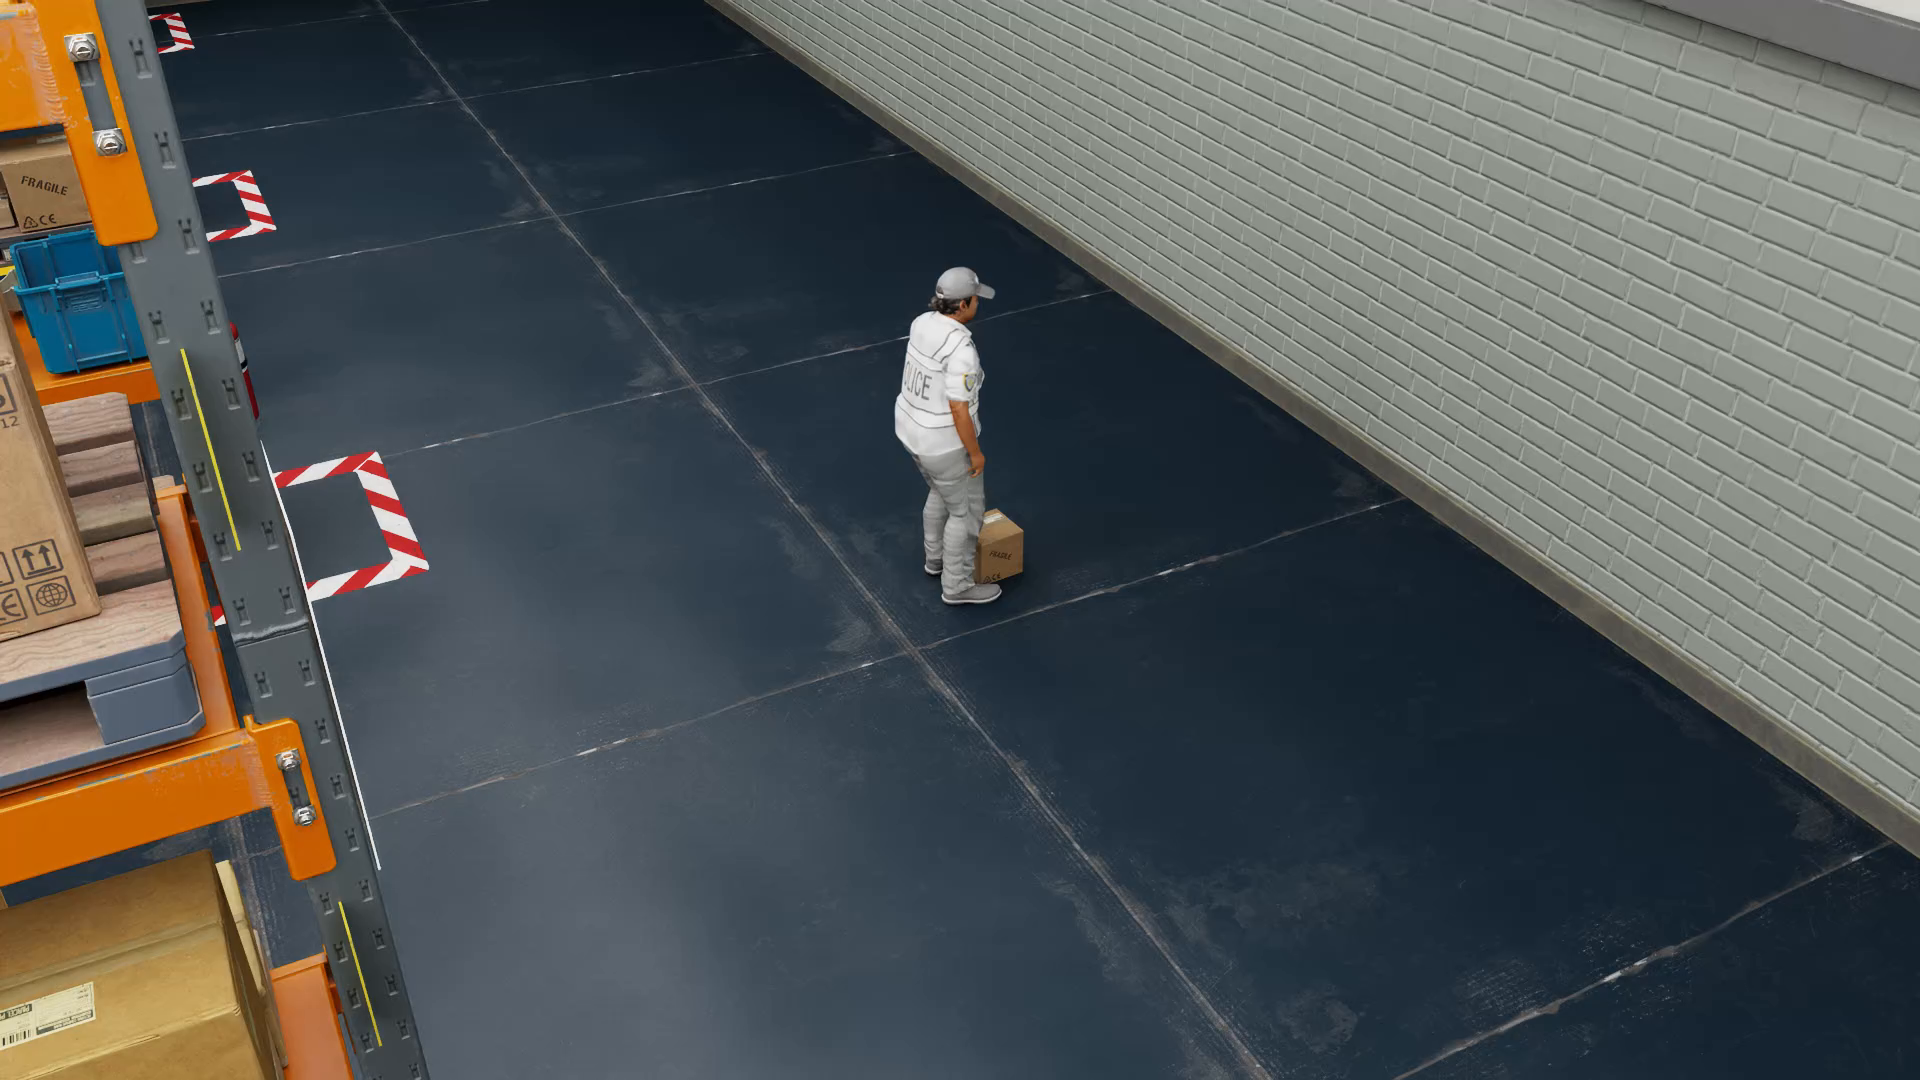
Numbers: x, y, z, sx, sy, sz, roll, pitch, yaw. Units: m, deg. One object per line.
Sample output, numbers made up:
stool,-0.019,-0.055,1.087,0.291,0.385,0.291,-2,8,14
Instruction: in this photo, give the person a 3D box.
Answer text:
person,-0.046,-0.496,7.890,0.465,1.666,0.538,-16,36,-23
